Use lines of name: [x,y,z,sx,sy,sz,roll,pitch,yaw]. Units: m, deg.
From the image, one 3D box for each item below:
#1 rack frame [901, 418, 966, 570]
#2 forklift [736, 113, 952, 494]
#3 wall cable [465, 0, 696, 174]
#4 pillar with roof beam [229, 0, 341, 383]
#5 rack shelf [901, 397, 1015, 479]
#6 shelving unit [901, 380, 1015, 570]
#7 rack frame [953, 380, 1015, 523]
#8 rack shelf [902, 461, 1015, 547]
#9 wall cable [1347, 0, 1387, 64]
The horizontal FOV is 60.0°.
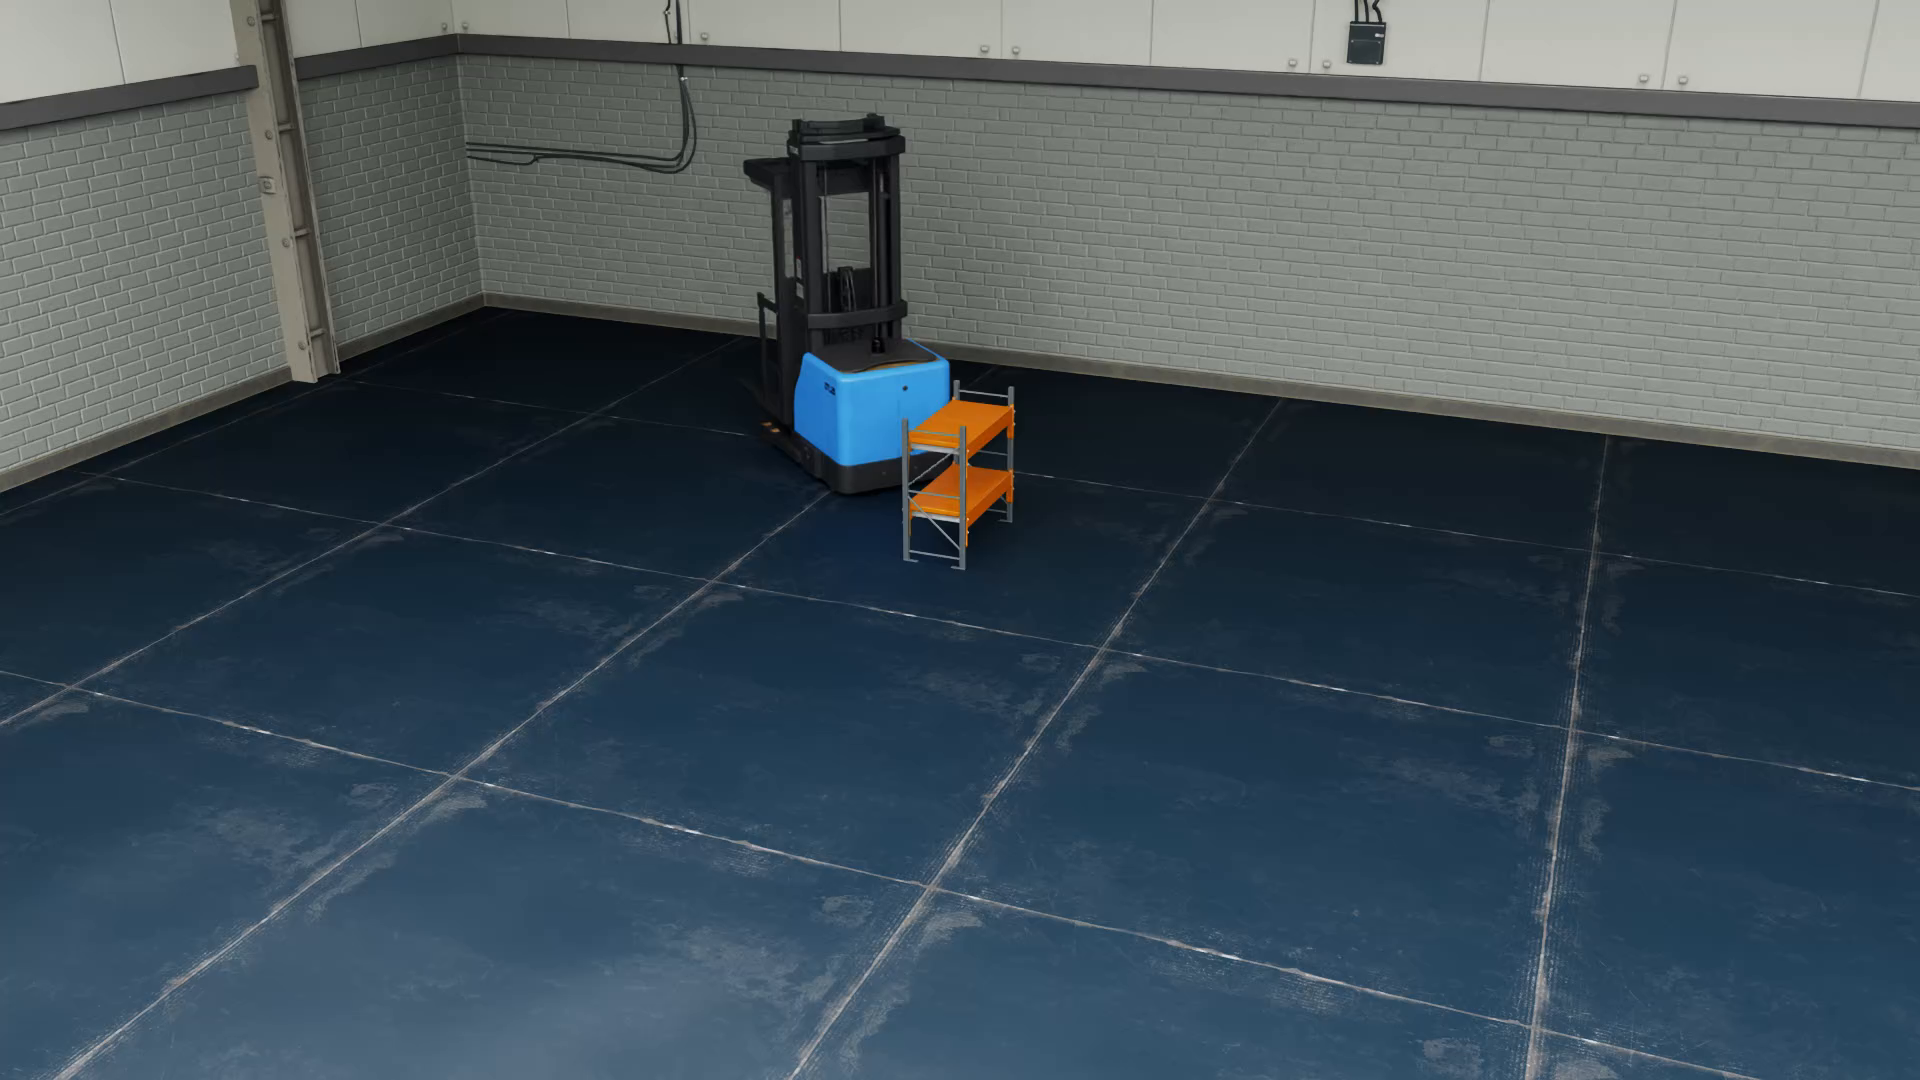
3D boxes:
rack frame: [-0.191,-0.335,12.314,0.500,1.125,0.032,9,24,20]
forklift: [-1.191,-2.264,14.589,1.130,2.935,3.031,-11,25,-25]
wall cable: [-4.258,-5.259,17.916,3.097,2.526,0.112,9,24,20]
pillar with roof beam: [-2.583,-5.211,13.771,9.100,9.000,0.400,9,24,20]
rack shelf: [-0.003,-0.787,12.637,0.538,0.278,1.000,9,24,20]
shelving unit: [-0.003,-0.517,12.750,0.538,1.125,1.048,9,24,20]
rack frame: [0.186,-0.699,13.185,0.500,1.125,0.032,9,24,20]
rack shelf: [-0.003,-0.291,12.844,0.538,0.278,1.000,9,24,20]
wall cable: [4.551,-6.896,13.395,2.305,6.003,0.169,9,24,20]
